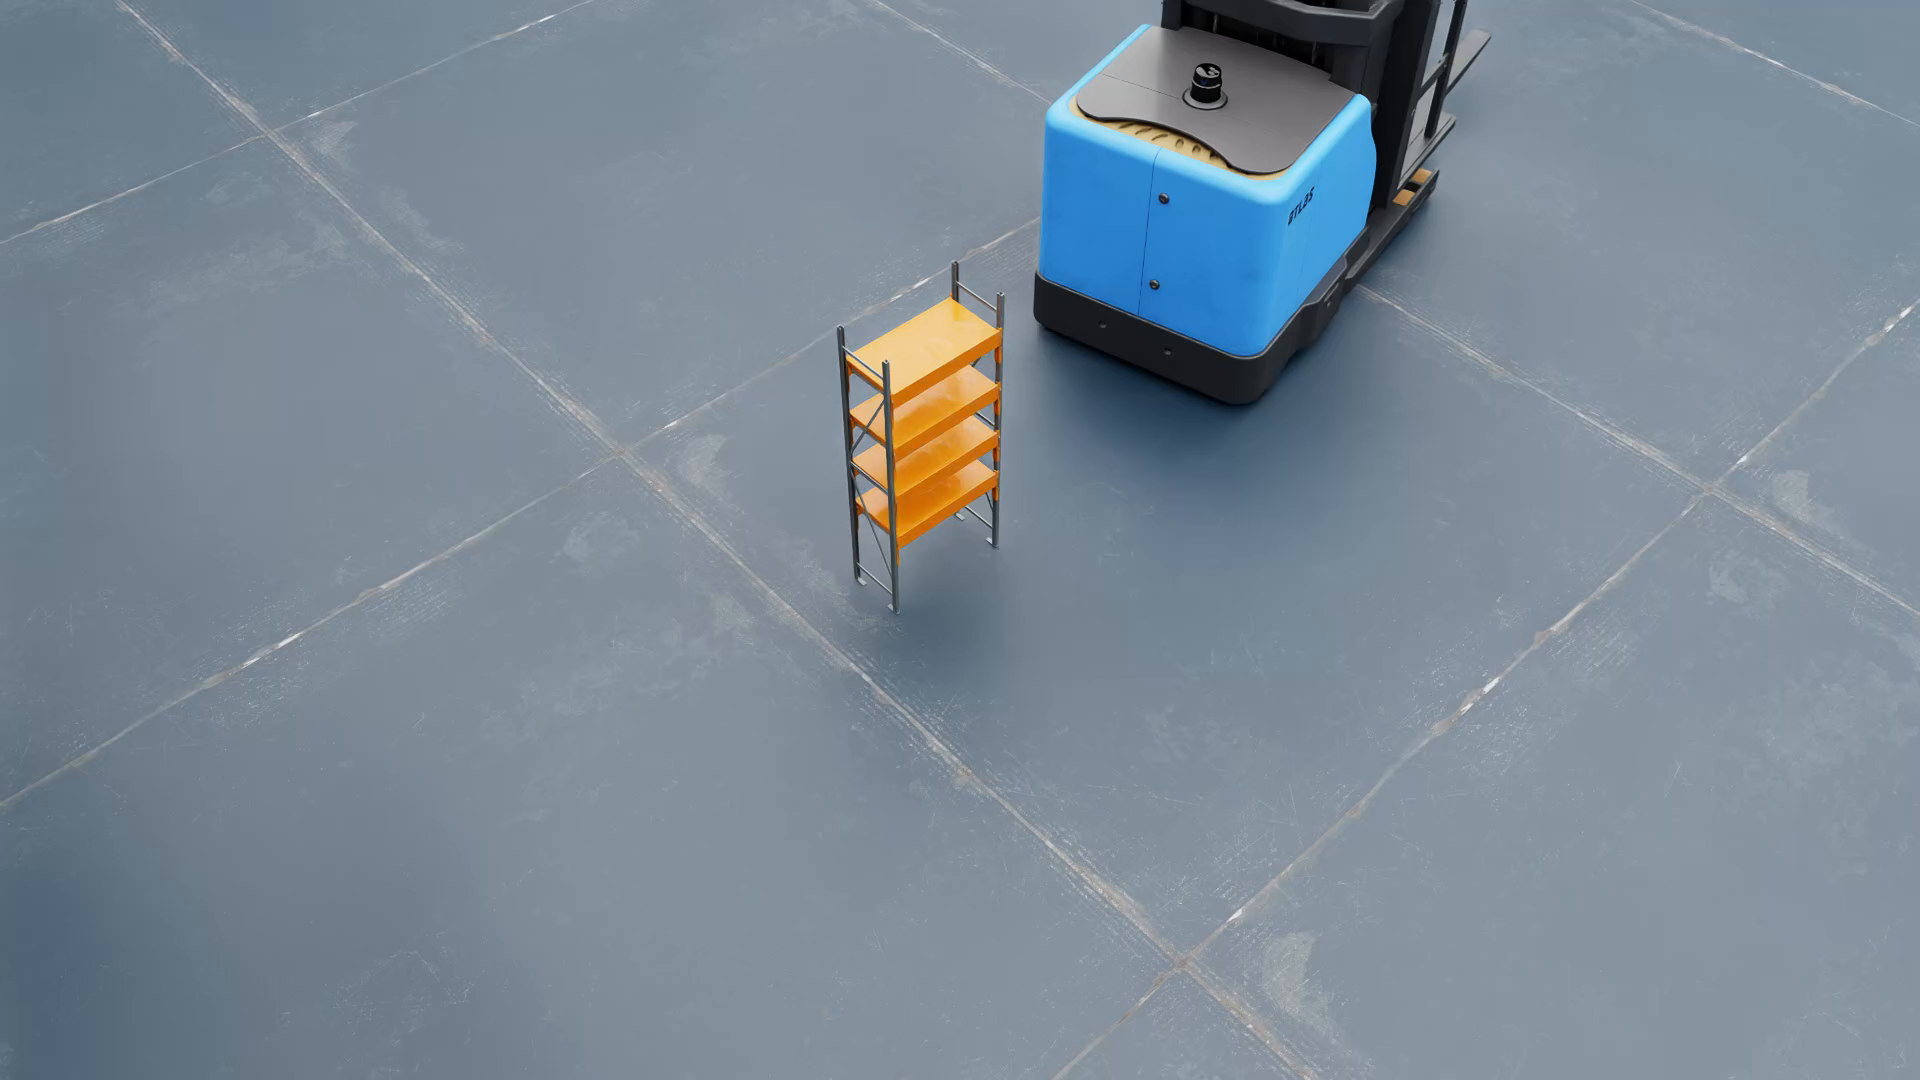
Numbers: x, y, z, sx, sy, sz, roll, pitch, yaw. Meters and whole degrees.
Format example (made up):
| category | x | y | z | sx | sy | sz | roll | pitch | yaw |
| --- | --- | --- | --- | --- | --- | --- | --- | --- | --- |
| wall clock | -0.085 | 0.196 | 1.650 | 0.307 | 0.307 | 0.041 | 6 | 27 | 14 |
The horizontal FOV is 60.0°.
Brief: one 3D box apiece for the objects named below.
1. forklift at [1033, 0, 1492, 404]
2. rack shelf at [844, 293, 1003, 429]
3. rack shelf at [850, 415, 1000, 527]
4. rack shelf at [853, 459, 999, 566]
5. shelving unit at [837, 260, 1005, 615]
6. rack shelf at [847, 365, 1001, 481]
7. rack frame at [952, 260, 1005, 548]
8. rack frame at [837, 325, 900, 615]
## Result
| category | x | y | z | sx | sy | sz | roll | pitch | yaw |
| --- | --- | --- | --- | --- | --- | --- | --- | --- | --- |
| forklift | 1.542 | -2.598 | 6.653 | 1.130 | 2.935 | 3.031 | 26 | 52 | 22 |
| rack shelf | -0.122 | -0.592 | 5.445 | 0.480 | 0.148 | 0.258 | -34 | 56 | -27 |
| rack shelf | -0.122 | -0.279 | 5.783 | 0.480 | 0.148 | 0.258 | -34 | 56 | -27 |
| rack shelf | -0.122 | -0.145 | 5.929 | 0.480 | 0.148 | 0.258 | -34 | 56 | -27 |
| shelving unit | -0.122 | -0.325 | 5.734 | 0.503 | 1.200 | 0.258 | -34 | 56 | -27 |
| rack shelf | -0.122 | -0.431 | 5.619 | 0.480 | 0.148 | 0.258 | -34 | 56 | -27 |
| rack frame | 0.058 | -0.446 | 5.845 | 0.015 | 1.200 | 0.240 | -34 | 56 | -27 |
| rack frame | -0.303 | -0.204 | 5.622 | 0.015 | 1.200 | 0.240 | -34 | 56 | -27 |
